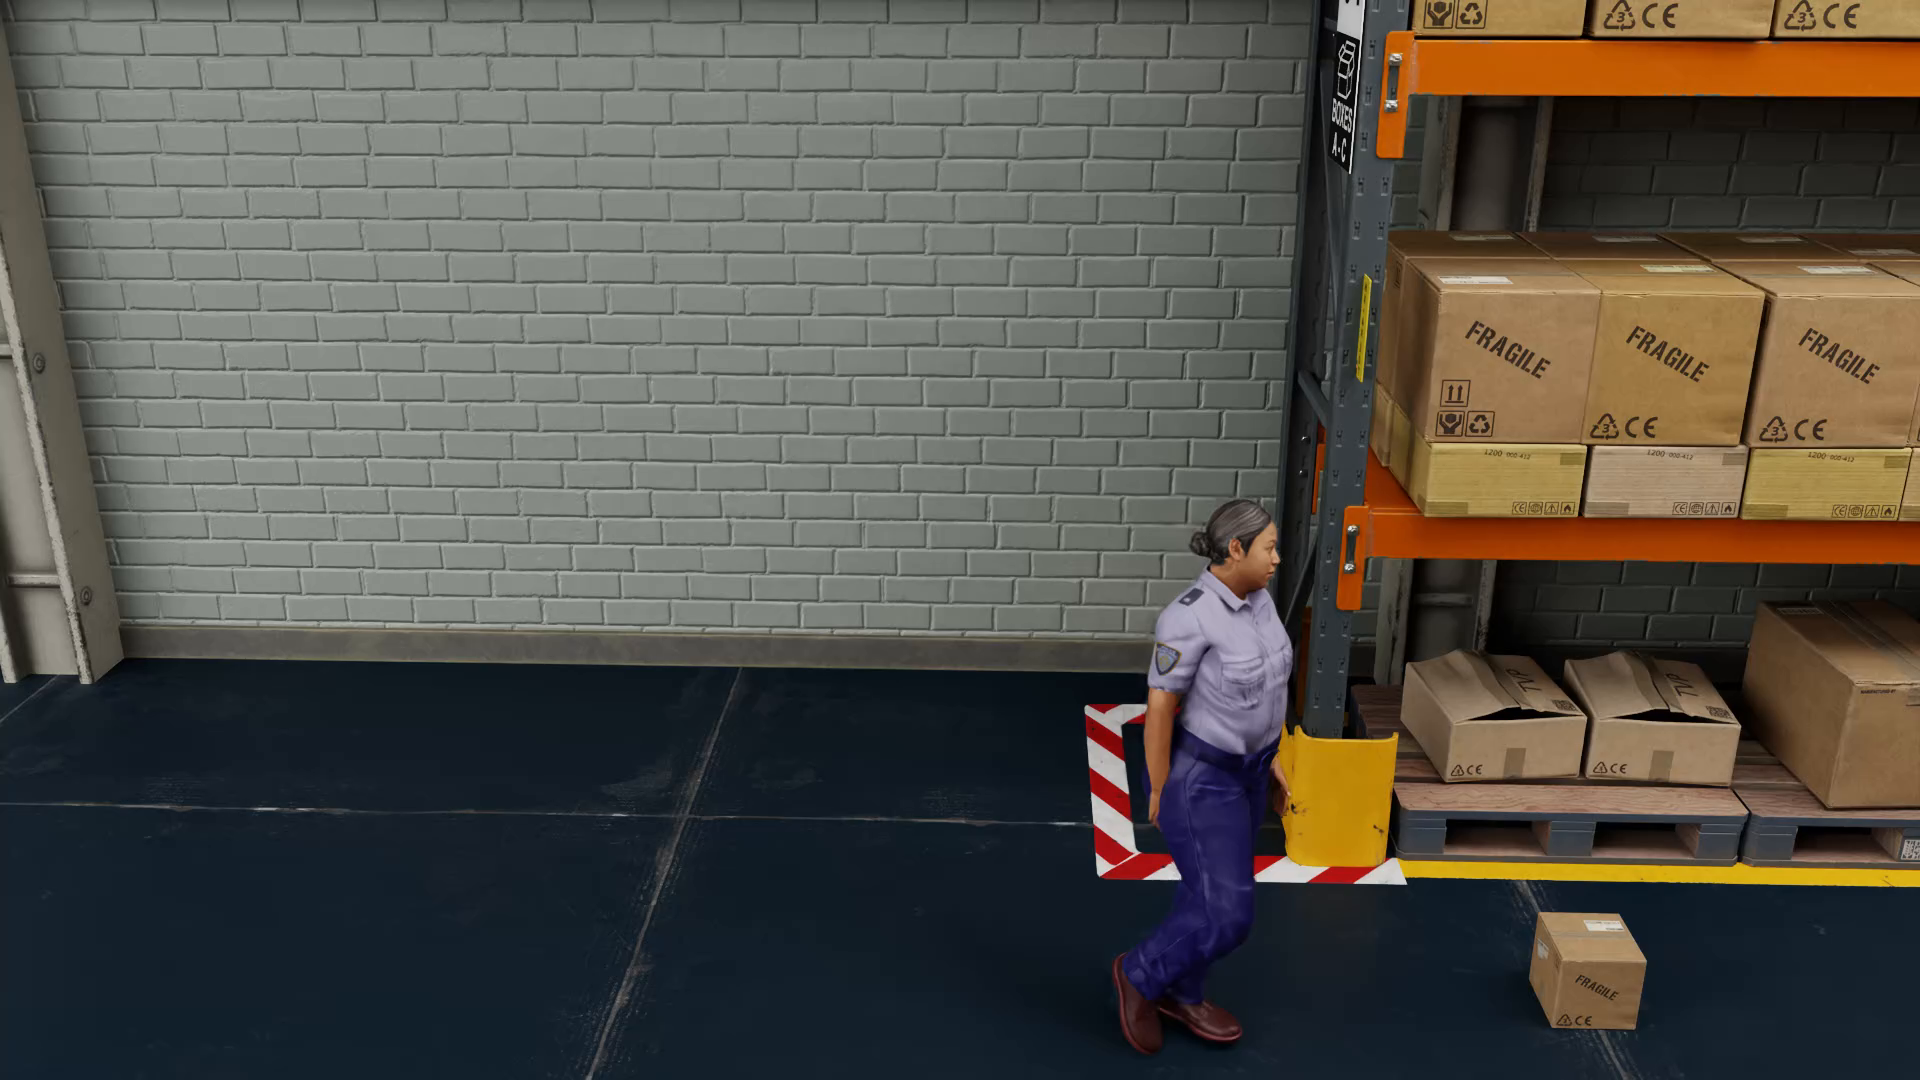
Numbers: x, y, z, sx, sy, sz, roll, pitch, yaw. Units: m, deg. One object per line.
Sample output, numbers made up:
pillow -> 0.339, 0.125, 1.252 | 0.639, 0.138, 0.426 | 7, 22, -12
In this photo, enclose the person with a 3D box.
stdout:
person -> 0.743, 0.697, 4.752 | 0.438, 1.637, 0.550 | 15, 26, 35
